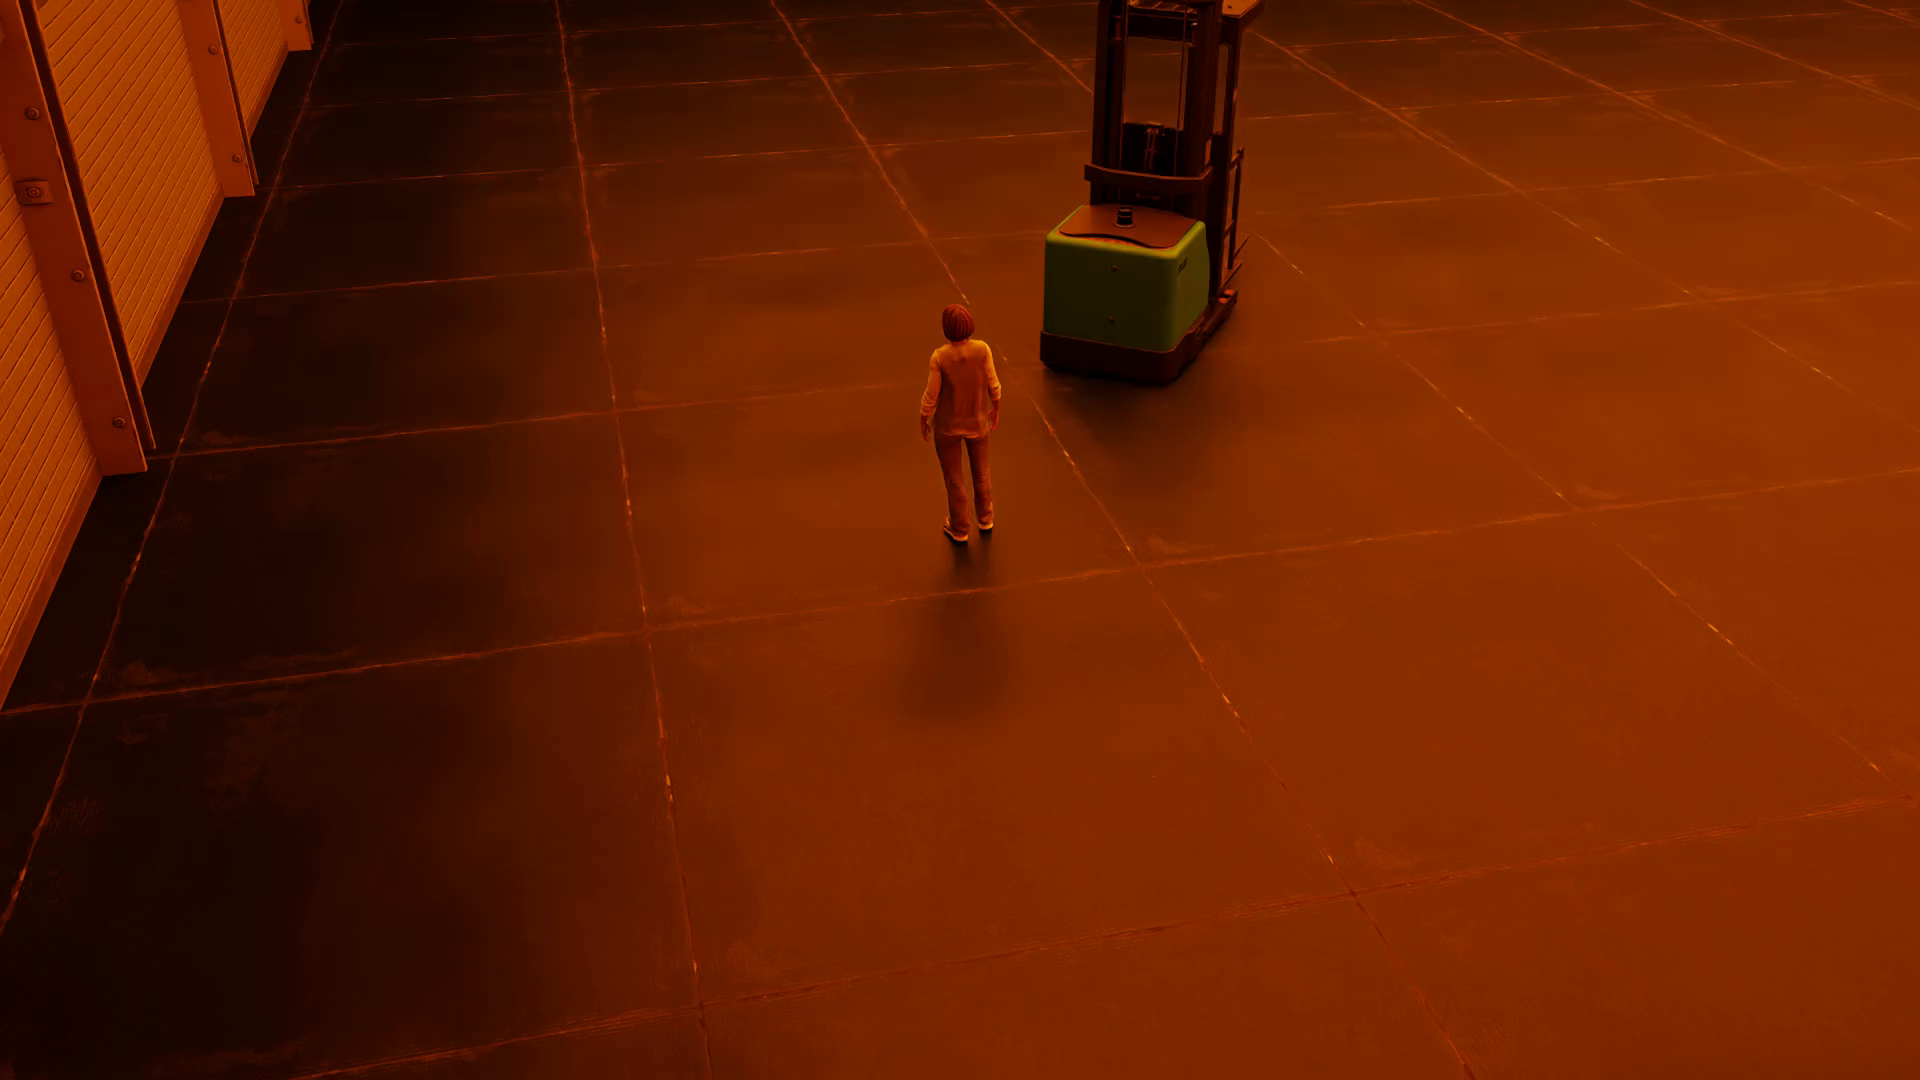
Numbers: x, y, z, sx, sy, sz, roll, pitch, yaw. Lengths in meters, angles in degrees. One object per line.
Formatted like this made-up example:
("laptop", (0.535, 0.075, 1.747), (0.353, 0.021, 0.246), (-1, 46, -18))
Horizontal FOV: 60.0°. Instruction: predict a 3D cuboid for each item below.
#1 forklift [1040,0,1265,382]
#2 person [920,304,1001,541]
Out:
("forklift", (1.659, -3.163, 13.039), (1.130, 2.935, 3.031), (12, 32, 20))
("person", (-0.003, -0.735, 10.161), (0.520, 1.597, 0.475), (-7, 31, -12))
